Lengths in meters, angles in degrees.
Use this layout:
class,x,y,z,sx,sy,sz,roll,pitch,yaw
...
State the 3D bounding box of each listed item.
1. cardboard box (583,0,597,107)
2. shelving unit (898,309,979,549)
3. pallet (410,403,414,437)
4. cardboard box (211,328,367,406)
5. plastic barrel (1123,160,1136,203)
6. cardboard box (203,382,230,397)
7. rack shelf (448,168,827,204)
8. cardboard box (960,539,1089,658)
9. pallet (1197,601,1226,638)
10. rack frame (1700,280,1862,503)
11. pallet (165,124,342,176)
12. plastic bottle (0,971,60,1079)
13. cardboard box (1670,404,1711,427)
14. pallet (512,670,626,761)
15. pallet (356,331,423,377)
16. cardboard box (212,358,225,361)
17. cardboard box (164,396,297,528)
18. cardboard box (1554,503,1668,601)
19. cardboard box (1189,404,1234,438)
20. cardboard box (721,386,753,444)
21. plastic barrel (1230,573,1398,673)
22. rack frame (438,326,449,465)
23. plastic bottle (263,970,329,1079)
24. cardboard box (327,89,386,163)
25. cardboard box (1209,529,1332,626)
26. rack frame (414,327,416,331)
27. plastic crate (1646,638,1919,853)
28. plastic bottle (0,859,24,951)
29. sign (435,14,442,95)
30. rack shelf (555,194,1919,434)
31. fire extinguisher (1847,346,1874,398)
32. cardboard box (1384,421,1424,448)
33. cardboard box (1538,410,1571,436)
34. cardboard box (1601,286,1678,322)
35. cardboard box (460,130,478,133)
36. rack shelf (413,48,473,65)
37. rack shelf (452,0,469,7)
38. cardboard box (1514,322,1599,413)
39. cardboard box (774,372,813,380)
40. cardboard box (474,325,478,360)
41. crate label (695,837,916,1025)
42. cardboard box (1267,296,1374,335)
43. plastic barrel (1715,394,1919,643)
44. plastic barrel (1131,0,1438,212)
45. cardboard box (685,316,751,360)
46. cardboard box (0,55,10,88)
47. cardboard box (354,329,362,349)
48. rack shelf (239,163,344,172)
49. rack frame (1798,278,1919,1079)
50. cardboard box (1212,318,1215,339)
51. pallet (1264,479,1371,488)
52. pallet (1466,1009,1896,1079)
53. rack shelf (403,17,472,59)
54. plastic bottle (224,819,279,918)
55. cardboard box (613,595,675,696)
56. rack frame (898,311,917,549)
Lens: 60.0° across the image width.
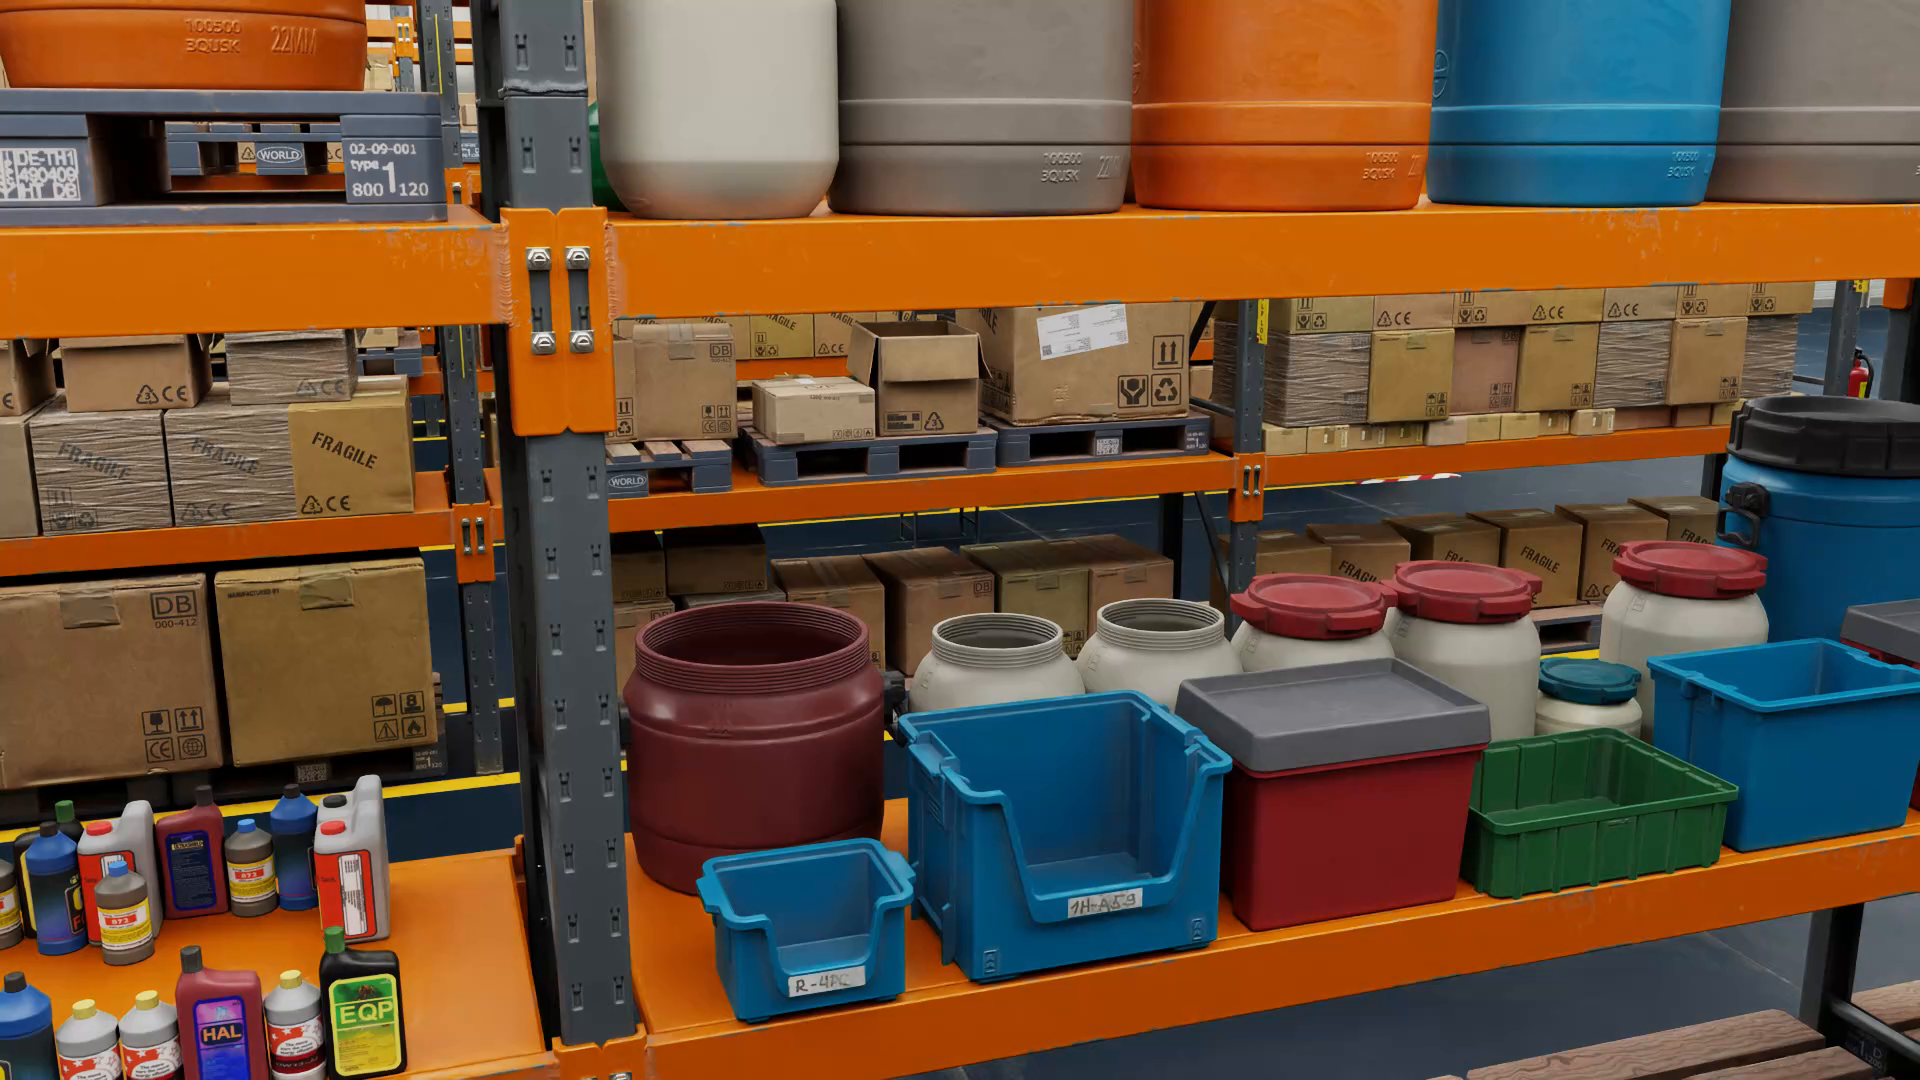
class,x,y,z,sx,sy,sz,roll,pitch,yaw
cardboard box,-1.871,-2.176,7.530,0.500,0.500,0.500,-4,14,-18
shelving unit,-0.157,-1.009,12.348,0.503,2.100,0.431,-4,14,-18
pallet,-6.330,-1.222,17.323,1.213,0.211,1.003,-4,14,-18
cardboard box,-3.096,-0.933,7.698,0.637,0.503,0.797,-4,14,-16
plastic barrel,0.312,-0.897,3.750,0.301,0.262,0.301,0,13,0
cardboard box,-3.434,-0.480,7.964,0.500,0.500,0.500,-5,14,-20
rack shelf,-0.503,-1.703,8.395,4.000,0.370,1.077,-4,14,-18
cardboard box,0.346,0.332,9.216,0.500,0.500,0.700,-5,14,-18
pallet,2.018,0.558,9.843,1.213,0.211,1.003,-4,14,-18
rack frame,5.184,-1.037,10.520,0.127,3.000,1.000,-4,14,-18
pallet,-2.992,-1.755,7.464,1.003,0.211,1.213,-4,14,-15
plastic bottle,-1.584,0.862,2.816,0.097,0.271,0.097,0,13,0
cardboard box,4.280,-0.785,10.005,0.250,0.149,0.380,-4,14,-18
pallet,-1.657,0.853,8.602,1.213,0.211,1.003,-4,14,-18
pallet,-4.526,-1.373,12.345,1.003,0.211,1.213,-4,14,-18
cardboard box,-7.087,-1.693,16.962,0.875,0.875,0.875,-4,14,-17
cardboard box,-3.261,-0.369,7.495,0.500,0.500,0.500,-5,14,-19
cardboard box,4.031,0.069,10.365,0.500,0.500,0.500,-1,13,-3
cardboard box,1.503,-0.700,9.646,0.250,0.149,0.380,-4,14,-18
cardboard box,-1.569,-0.811,13.524,0.750,0.750,1.050,-4,14,-18
plastic barrel,0.890,0.387,4.240,0.433,0.535,0.433,0,13,0
rack frame,-3.884,-1.542,12.643,0.127,3.000,1.000,-4,14,-18
plastic bottle,-1.181,0.864,2.956,0.097,0.201,0.097,0,13,0
cardboard box,-4.345,-2.952,11.872,0.500,0.500,0.500,-4,14,-18
cardboard box,1.785,0.249,9.607,0.500,0.500,0.500,-5,14,-20
rack frame,-7.146,-3.708,21.751,0.127,3.000,1.000,-4,14,-18
plastic crate,2.026,0.502,4.085,0.575,0.384,0.392,-4,14,-18
plastic bottle,-2.015,0.744,3.462,0.097,0.201,0.097,0,13,0
sign,-2.229,-2.073,7.107,0.005,0.325,0.100,-4,14,-18
rack shelf,1.077,-0.617,3.828,4.000,0.370,1.077,-4,14,-18
fire extinguisher,5.439,-0.907,10.140,0.183,0.674,0.296,-4,14,-18
cardboard box,2.396,-0.630,9.352,0.250,0.149,0.380,-4,14,-18
cardboard box,3.332,-0.711,9.695,0.250,0.149,0.380,-4,14,-18
cardboard box,3.795,-1.547,9.647,0.500,0.500,0.500,-4,14,-18
cardboard box,-4.964,-4.019,16.864,0.258,0.266,0.396,-4,14,-18
rack shelf,-5.250,-6.230,21.807,4.000,0.370,1.077,-4,14,-18
rack shelf,-1.989,-4.063,12.698,4.000,0.370,1.077,-4,14,-18
cardboard box,3.253,-1.071,9.803,0.500,0.500,0.875,-4,14,-18
cardboard box,-0.904,-0.768,8.771,0.258,0.266,0.396,-5,14,-20
cardboard box,-3.543,-1.683,13.018,0.500,0.500,0.500,-4,14,-18
crate label,-0.300,0.772,3.275,0.416,0.233,0.303,-4,14,-18
cardboard box,1.900,-1.399,9.022,0.500,0.500,0.500,-4,14,-18
plastic barrel,2.510,0.063,4.814,0.708,0.901,0.600,-4,14,-18
plastic barrel,0.649,-1.090,3.332,0.708,0.830,0.600,-4,14,-18
cardboard box,-1.941,-1.676,12.990,0.500,0.500,0.500,-5,14,-19
cardboard box,-3.744,-2.015,7.026,0.500,0.500,0.500,-4,14,-15
cardboard box,-4.441,-1.469,11.971,0.250,0.149,0.380,-4,14,-18
rack shelf,-5.780,-2.503,11.758,4.000,0.370,1.077,-4,14,-18
rack frame,2.972,0.345,4.712,0.127,3.000,1.000,-4,14,-18
cardboard box,2.275,-2.109,14.702,0.550,0.550,0.875,-4,14,-18
pallet,2.965,-0.699,15.127,1.213,0.211,1.003,-4,14,-18
pallet,2.241,1.768,4.755,1.213,0.211,1.003,-4,14,-18
rack shelf,-3.663,-5.142,17.231,4.000,0.370,1.077,-4,14,-18
plastic bottle,-1.543,0.707,3.617,0.097,0.201,0.097,0,13,0
cardboard box,-1.770,0.502,8.502,0.500,0.500,0.700,-5,14,-21
rack frame,-0.388,-0.991,12.273,0.015,2.100,0.400,-4,14,-18
